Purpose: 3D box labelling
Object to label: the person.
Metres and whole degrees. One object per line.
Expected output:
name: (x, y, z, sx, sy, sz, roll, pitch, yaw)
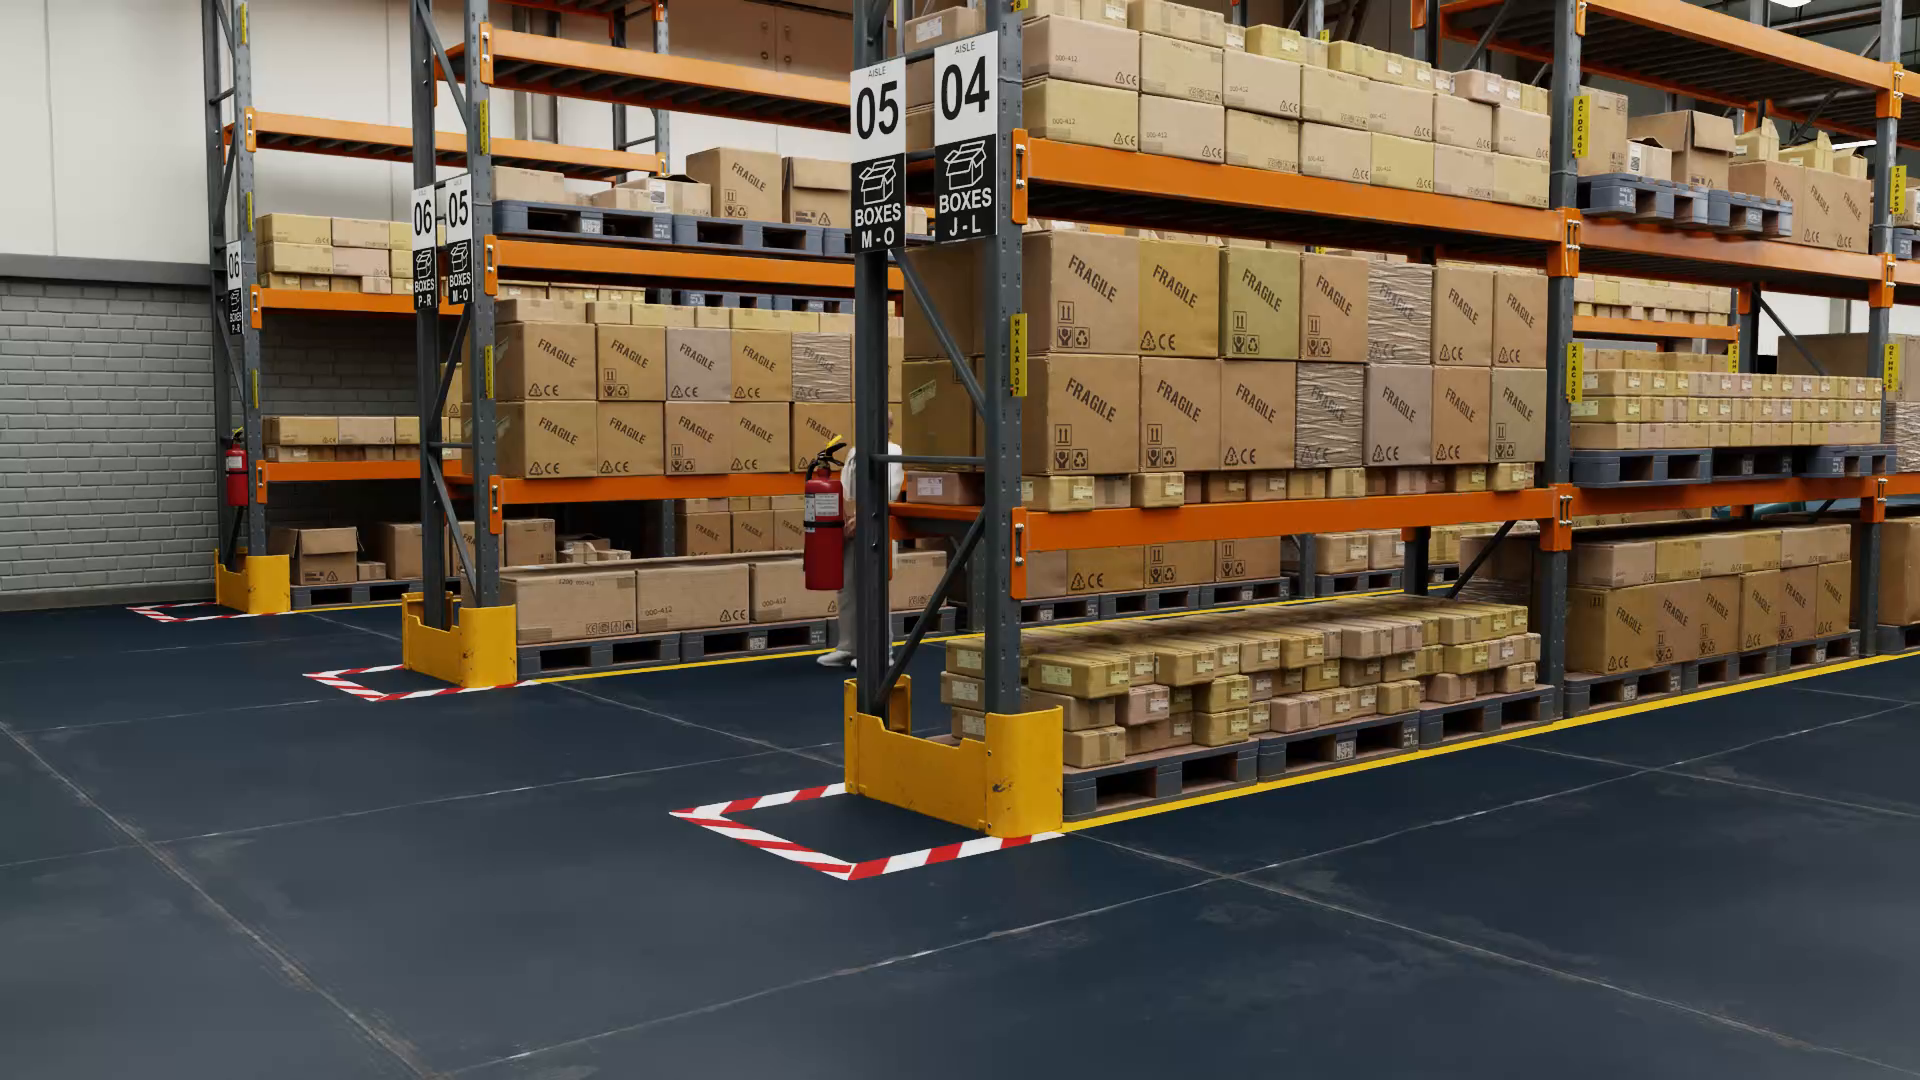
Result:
person: (-0.677, -0.023, 11.220, 0.542, 1.779, 0.550, 4, 6, 41)
